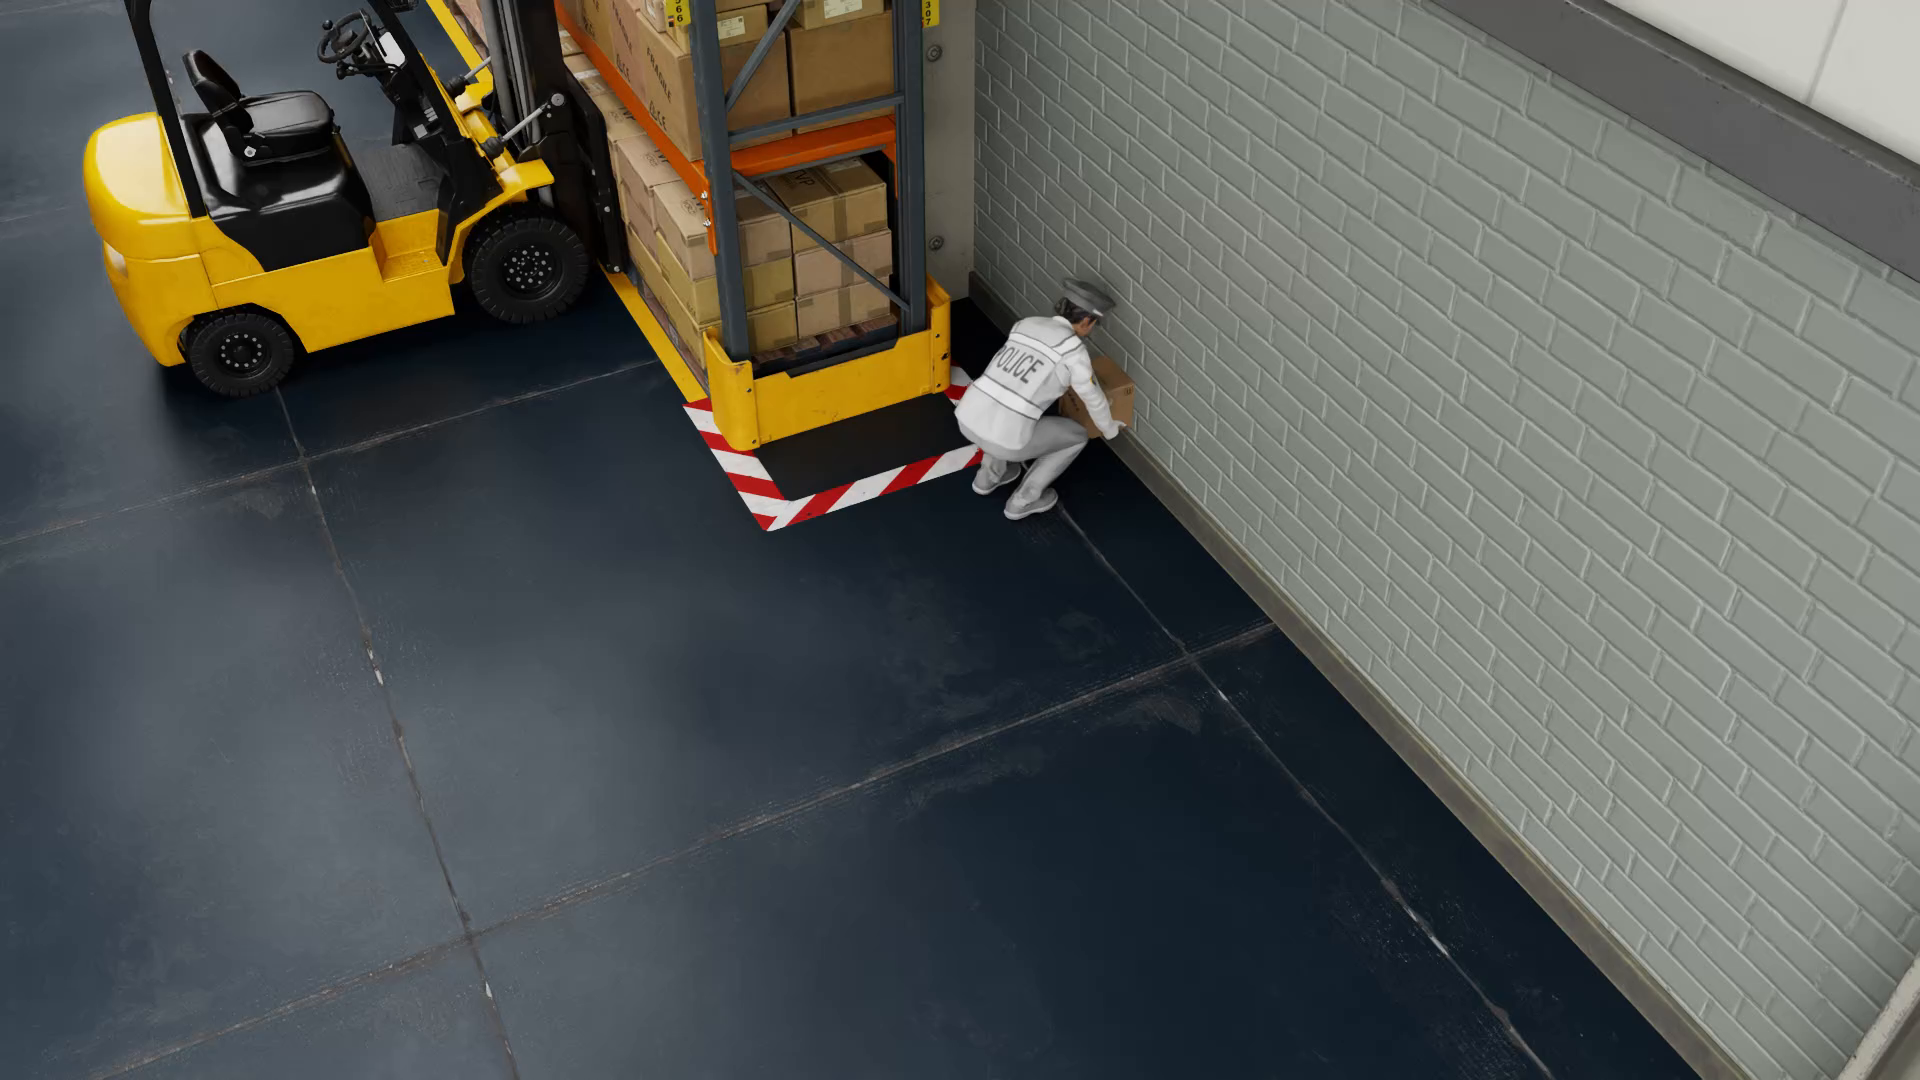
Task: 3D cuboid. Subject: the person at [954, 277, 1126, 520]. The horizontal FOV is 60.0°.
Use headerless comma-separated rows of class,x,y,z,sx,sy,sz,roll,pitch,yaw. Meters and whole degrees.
person,0.368,-0.638,7.411,0.887,0.974,0.458,-30,49,-29
